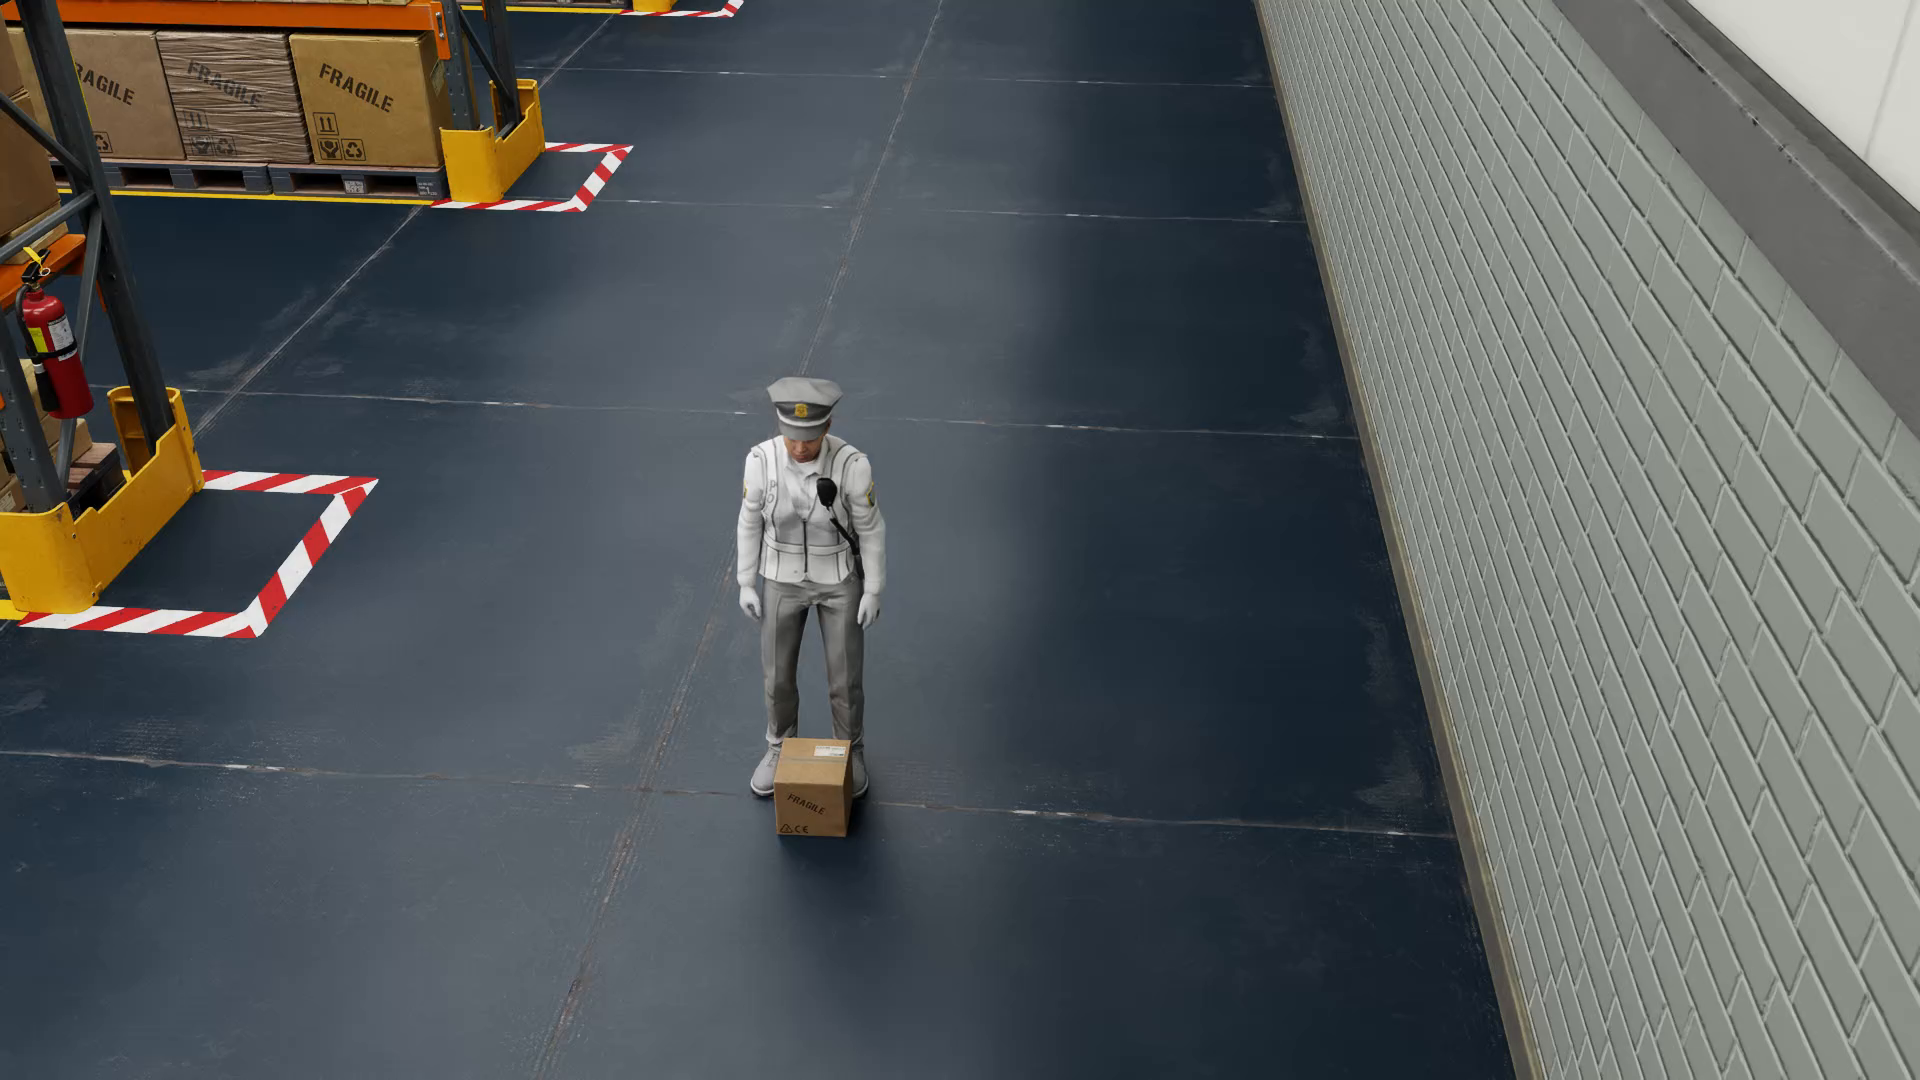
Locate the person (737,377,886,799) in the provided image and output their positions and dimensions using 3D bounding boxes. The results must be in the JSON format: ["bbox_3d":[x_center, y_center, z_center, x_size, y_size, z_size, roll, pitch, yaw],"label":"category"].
[{"bbox_3d":[-0.522,0.170,5.863,0.526,1.663,0.375,2,32,4],"label":"person"}]
